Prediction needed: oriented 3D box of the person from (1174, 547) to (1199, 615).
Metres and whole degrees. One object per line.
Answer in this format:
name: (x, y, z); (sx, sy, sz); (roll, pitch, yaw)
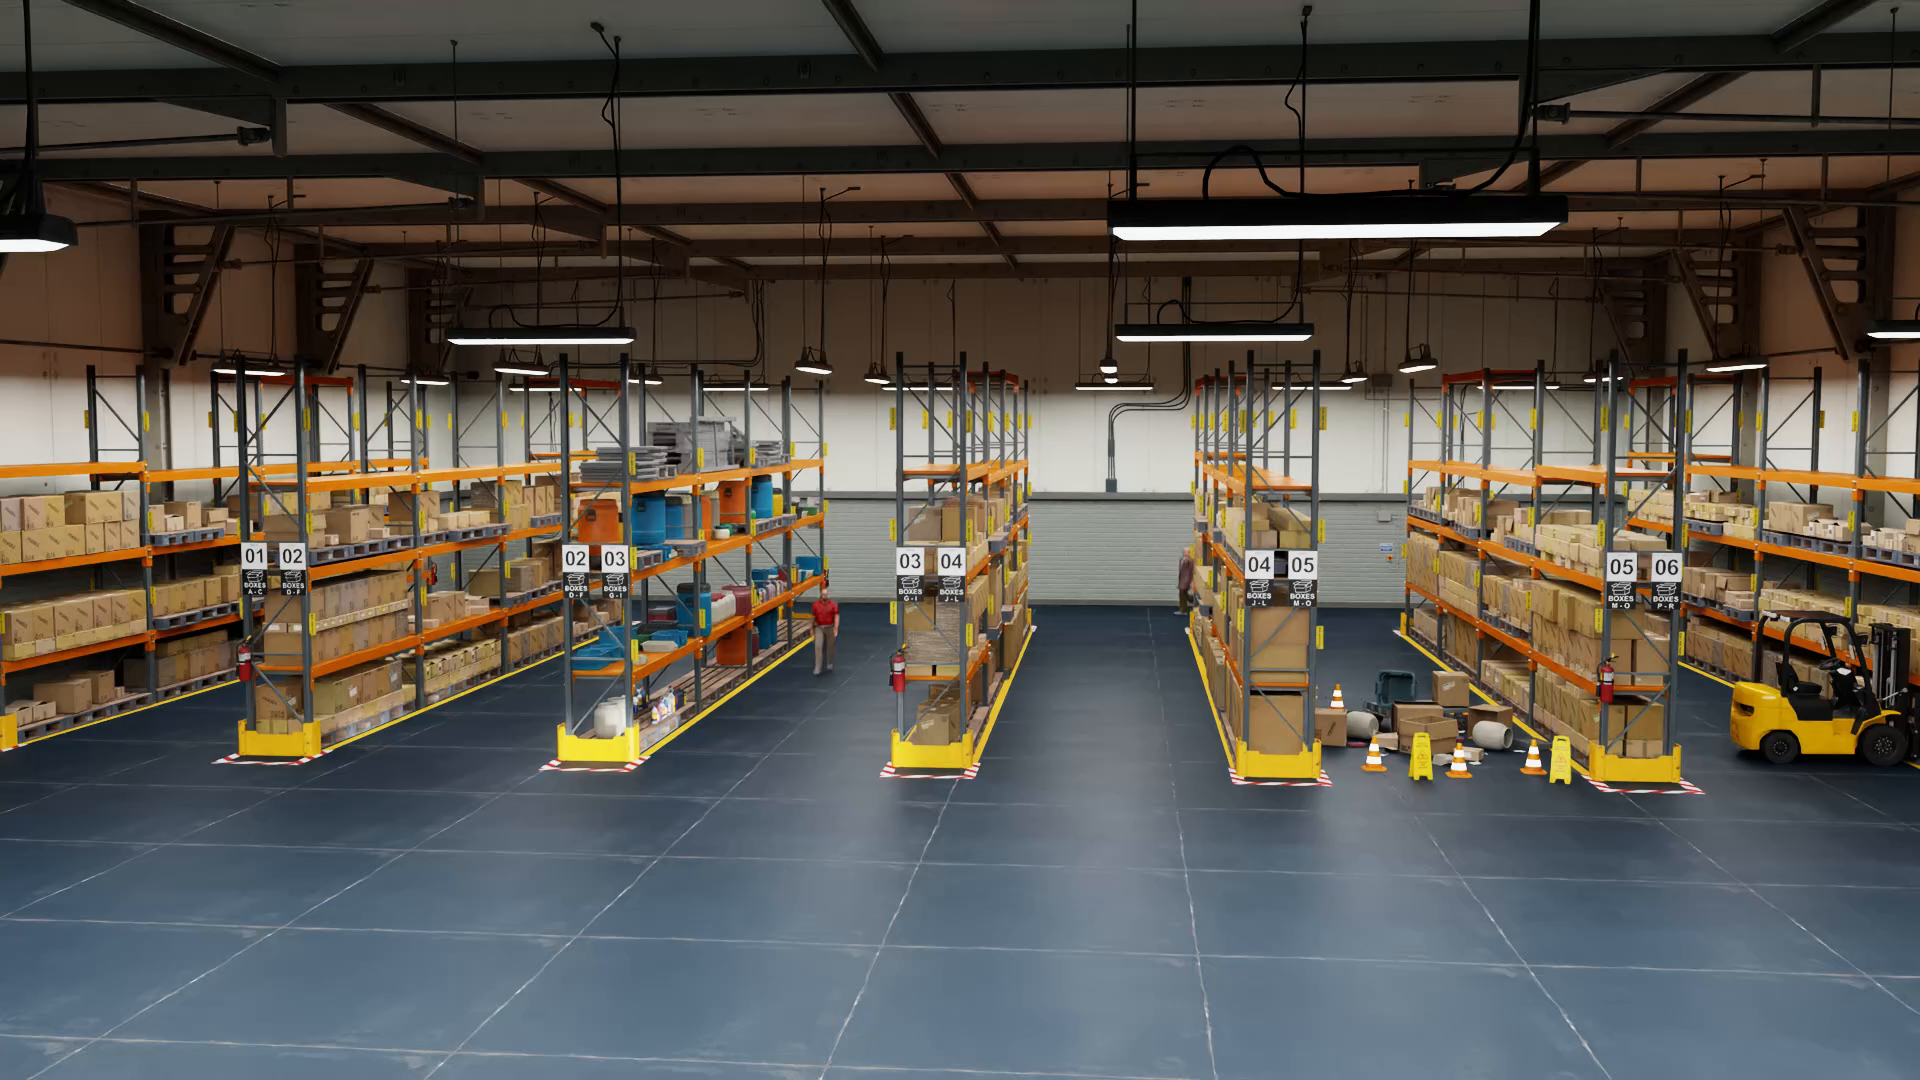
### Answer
person: (5.892, 1.050, 43.016); (0.766, 1.758, 0.562); (-1, 4, -9)

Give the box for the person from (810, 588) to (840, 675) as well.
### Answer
person: (-2.690, 1.794, 33.025); (0.594, 1.658, 1.055); (0, 4, -4)
